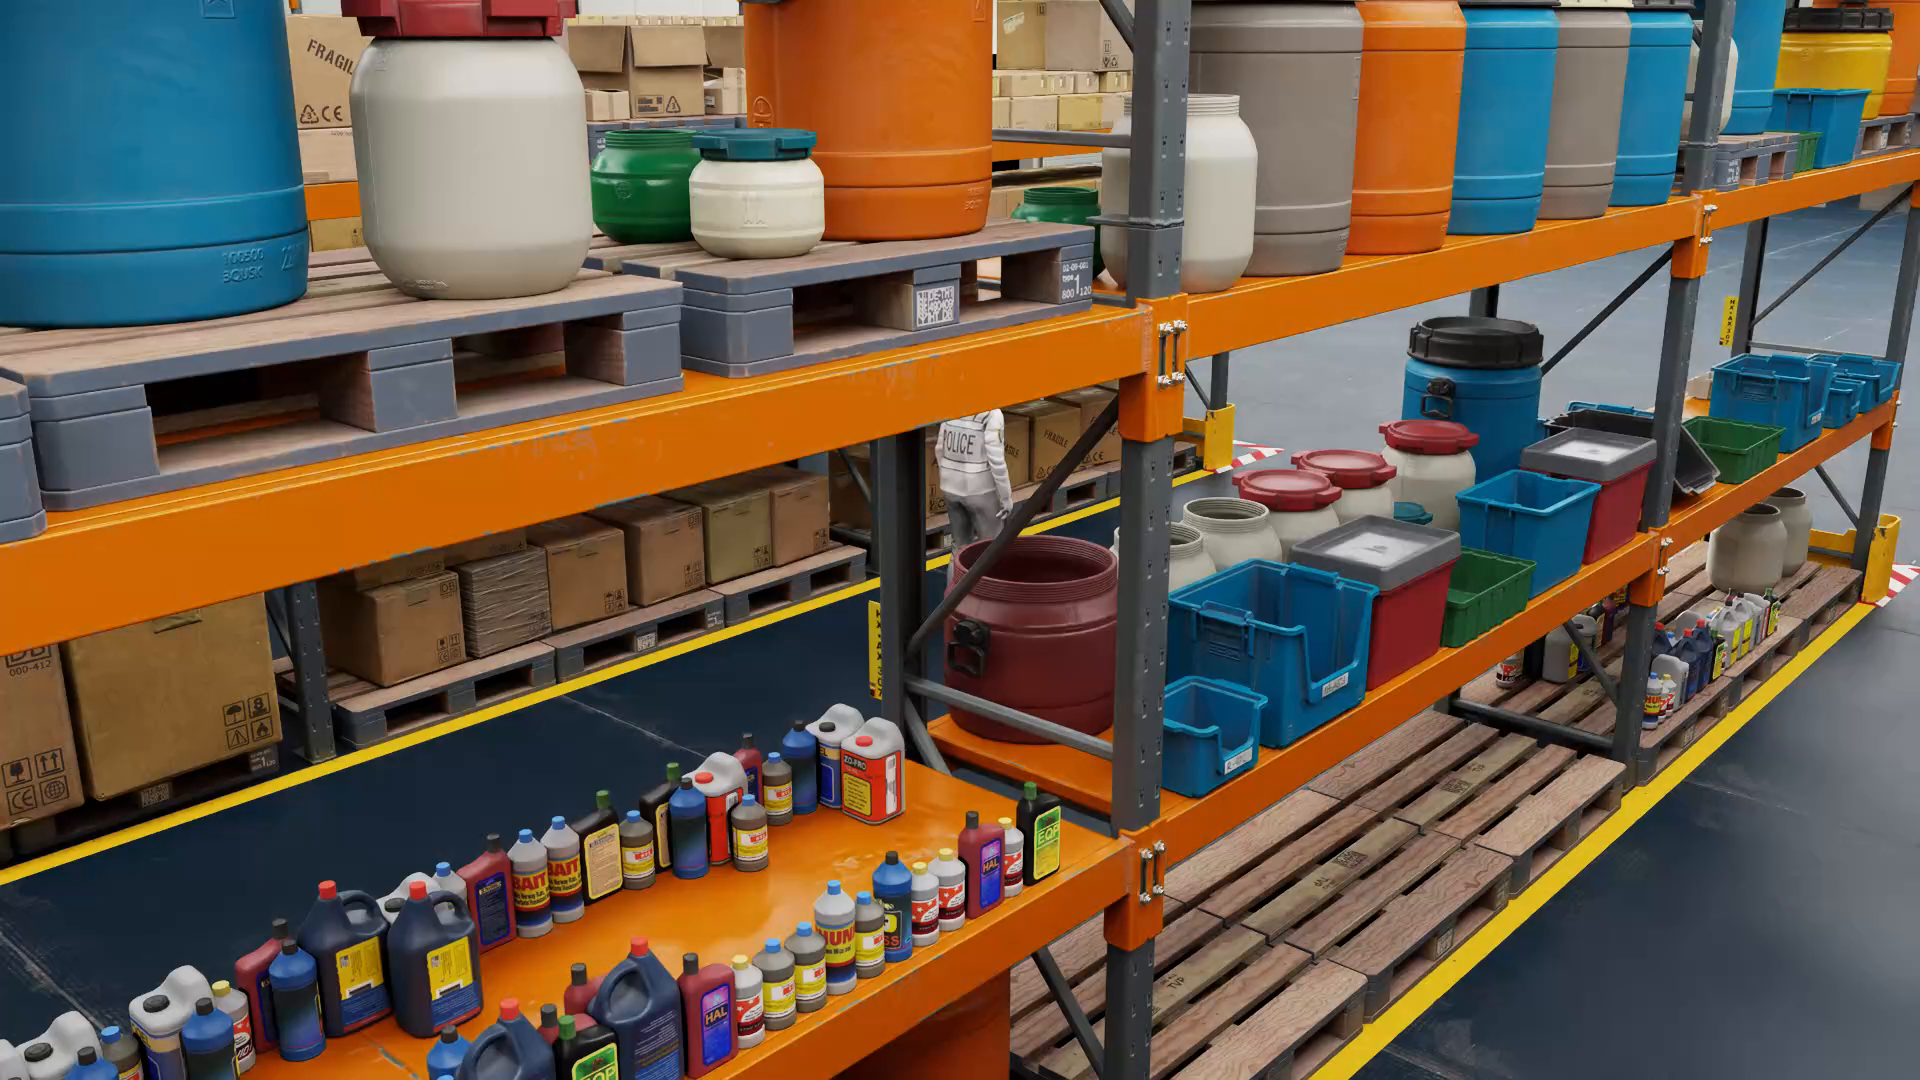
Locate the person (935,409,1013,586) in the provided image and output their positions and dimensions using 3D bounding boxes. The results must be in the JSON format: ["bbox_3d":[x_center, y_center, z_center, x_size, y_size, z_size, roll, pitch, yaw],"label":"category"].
[{"bbox_3d":[0.090,-0.282,9.956,0.515,1.664,0.371,15,22,40],"label":"person"}]
